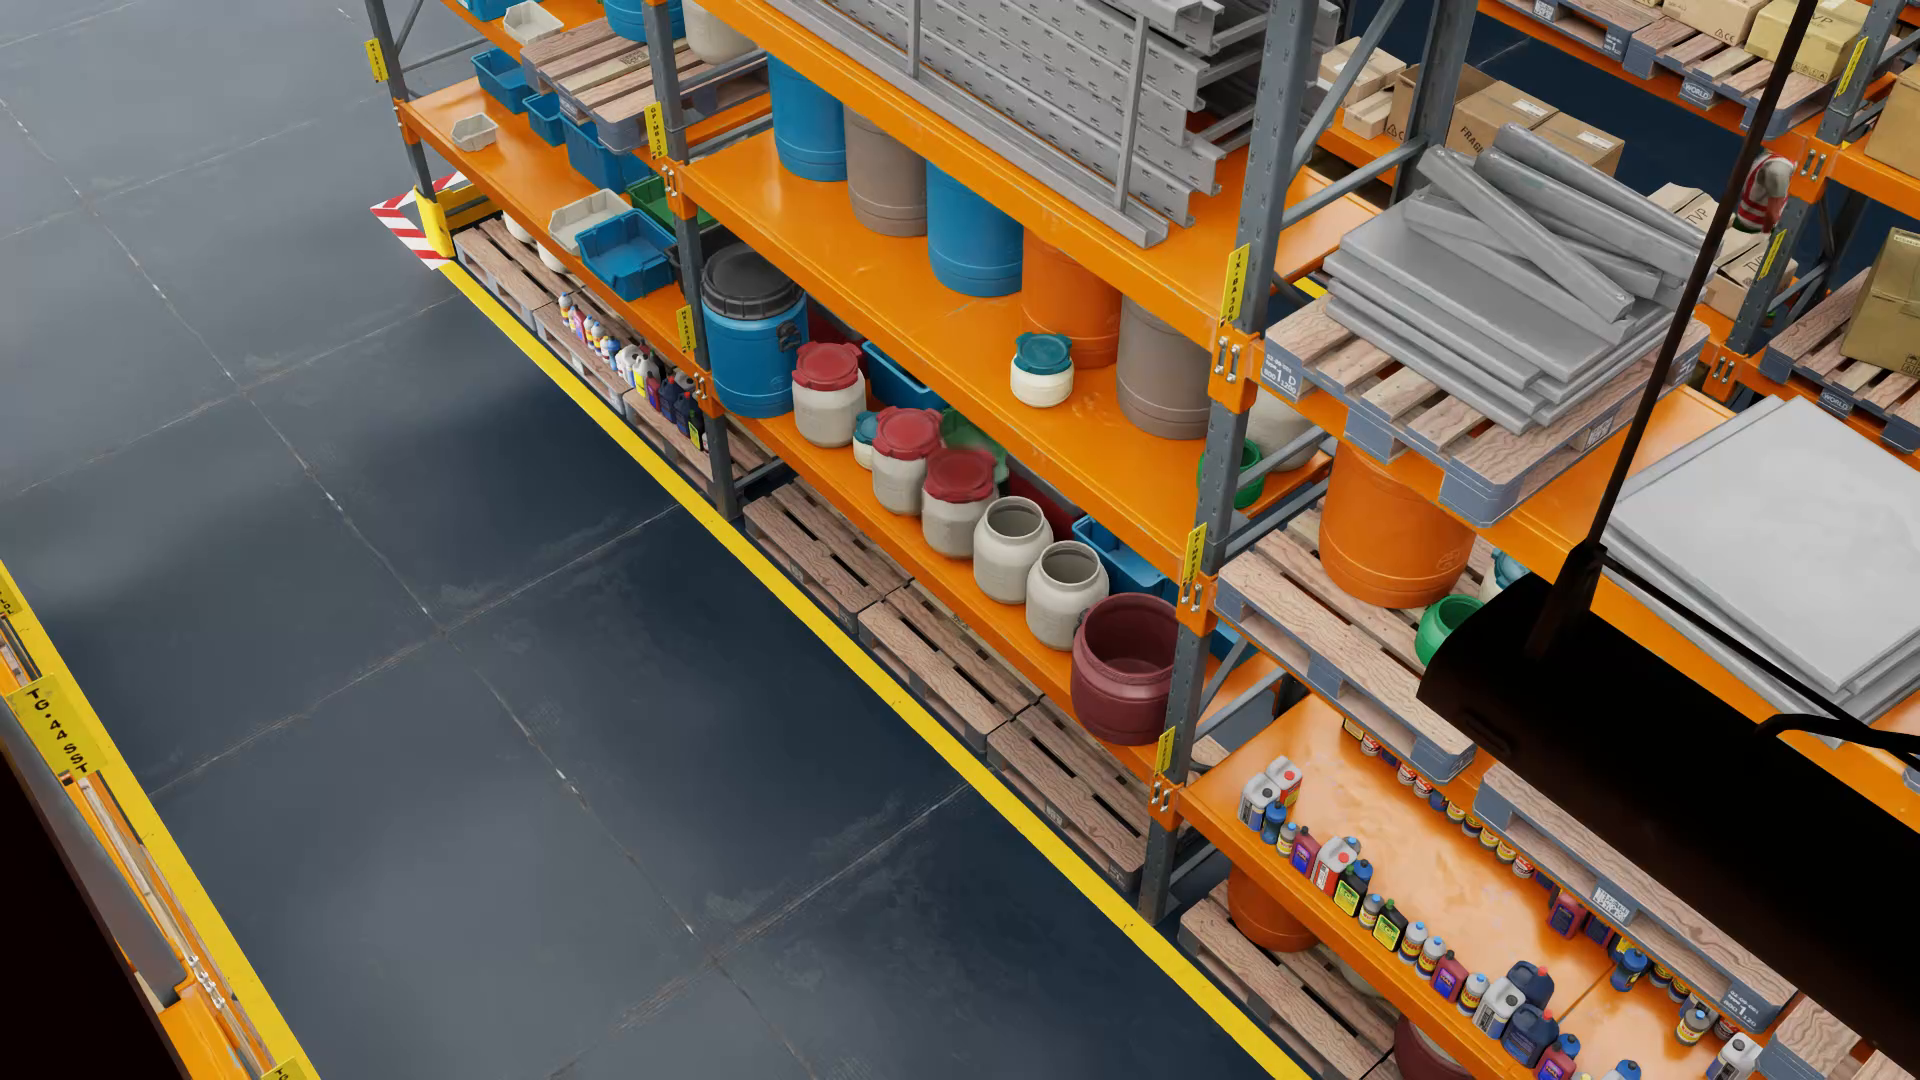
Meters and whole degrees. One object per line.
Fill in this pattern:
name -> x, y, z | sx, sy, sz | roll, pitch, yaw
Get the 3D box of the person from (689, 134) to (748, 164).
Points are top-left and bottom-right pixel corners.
person -> -1.985, -3.449, 13.043 | 0.551, 1.804, 0.591 | 30, 53, 25

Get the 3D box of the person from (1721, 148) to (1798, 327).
person -> 5.691, -2.388, 12.034 | 0.962, 1.736, 0.519 | 32, 54, 26
